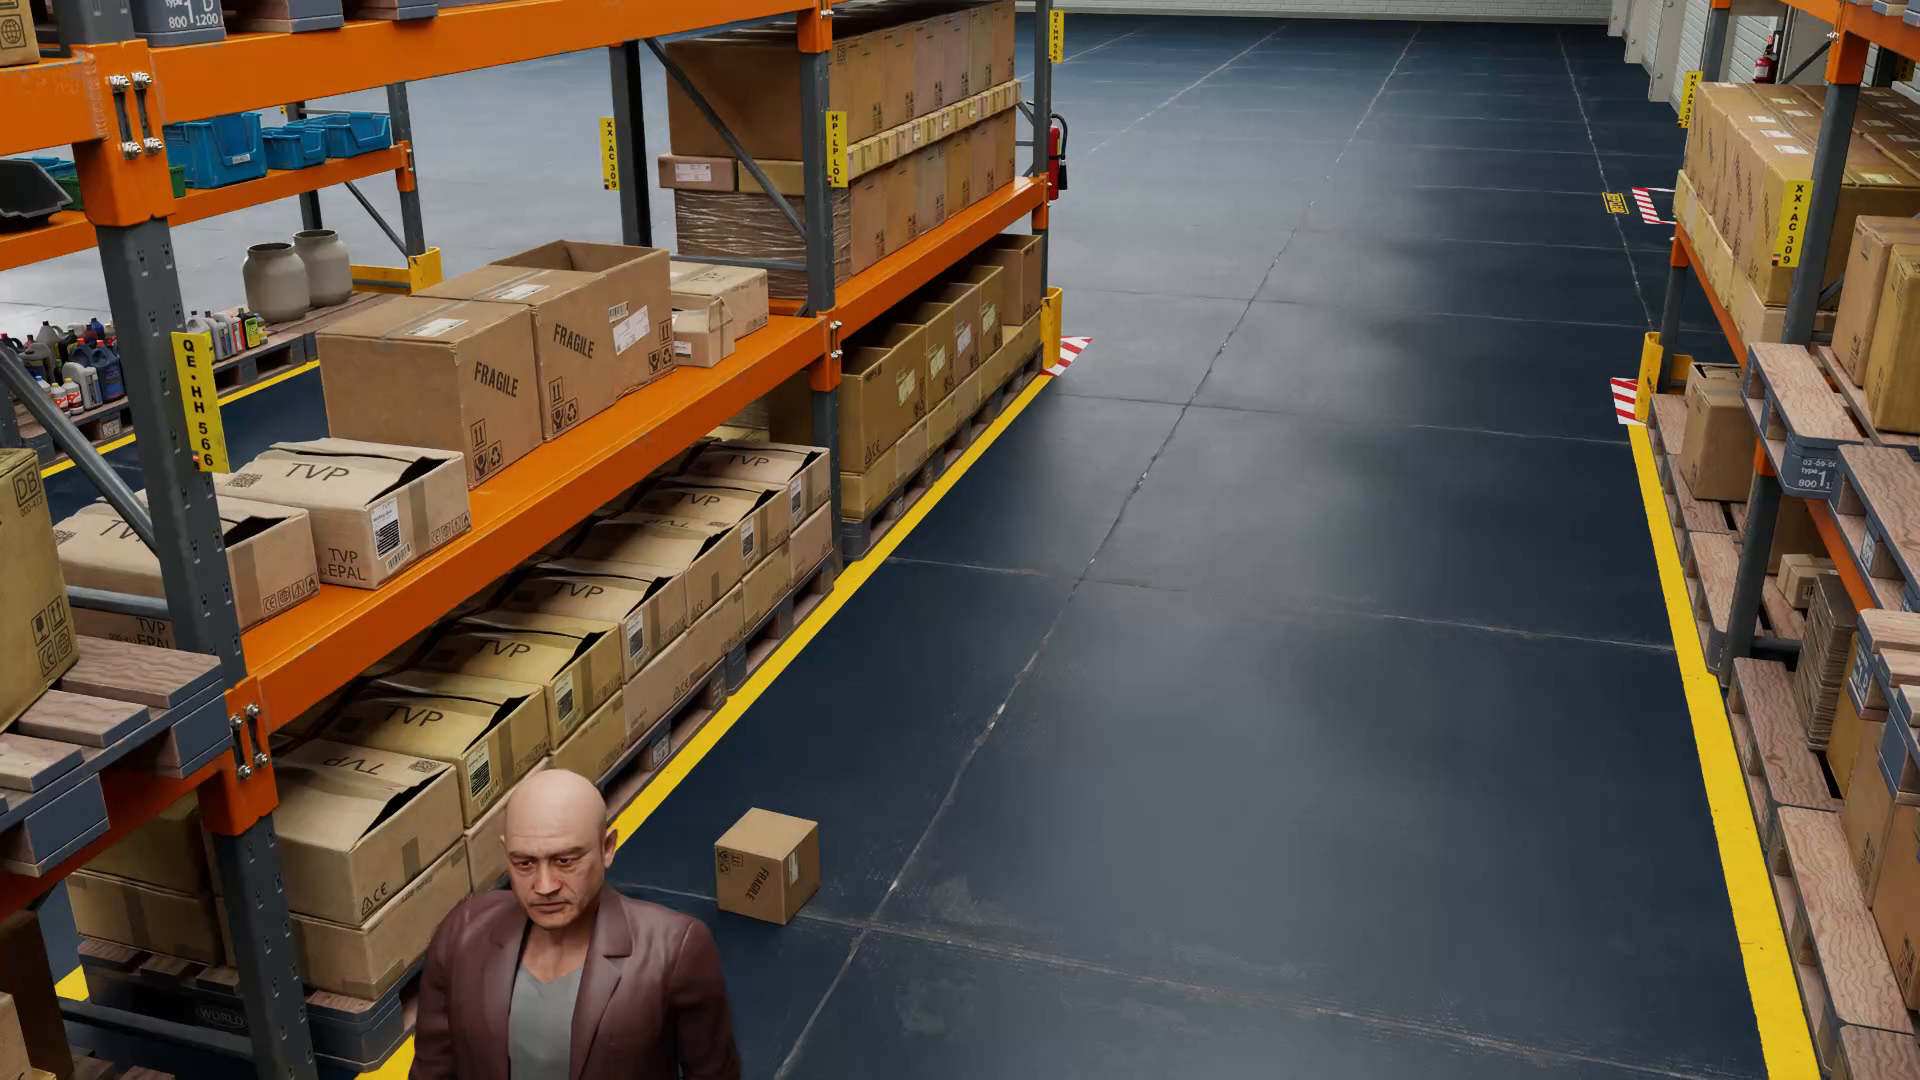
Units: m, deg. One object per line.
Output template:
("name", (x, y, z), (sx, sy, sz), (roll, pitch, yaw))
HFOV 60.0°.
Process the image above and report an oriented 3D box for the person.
("person", (-0.701, 1.217, 3.033), (0.565, 1.732, 1.082), (4, 22, 10))
